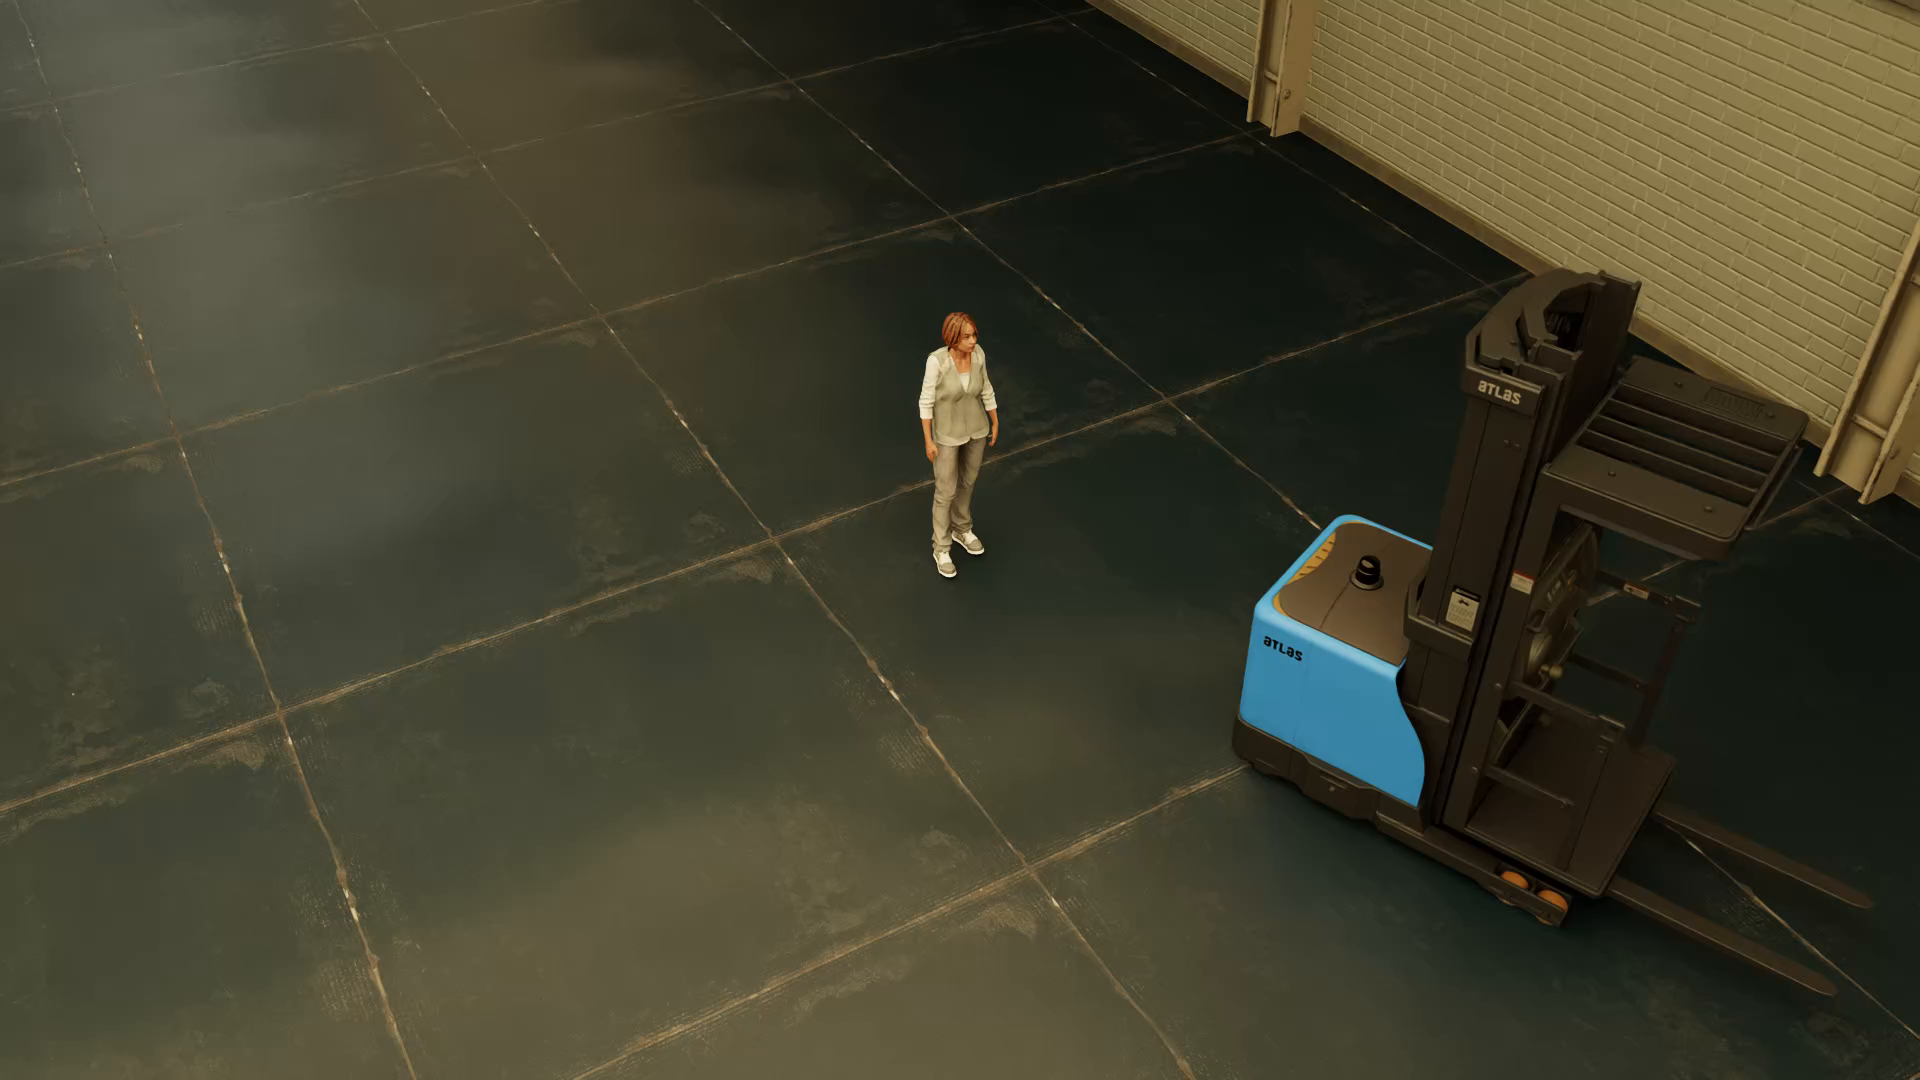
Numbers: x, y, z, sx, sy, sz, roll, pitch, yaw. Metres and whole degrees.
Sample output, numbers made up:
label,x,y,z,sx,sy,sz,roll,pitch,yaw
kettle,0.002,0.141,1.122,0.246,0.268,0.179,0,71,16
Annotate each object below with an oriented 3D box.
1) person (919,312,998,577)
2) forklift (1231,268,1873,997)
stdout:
label,x,y,z,sx,sy,sz,roll,pitch,yaw
person,0.026,-0.574,9.763,0.521,1.599,0.473,-20,44,-23
forklift,2.935,0.351,7.613,3.031,2.935,1.130,26,46,28
